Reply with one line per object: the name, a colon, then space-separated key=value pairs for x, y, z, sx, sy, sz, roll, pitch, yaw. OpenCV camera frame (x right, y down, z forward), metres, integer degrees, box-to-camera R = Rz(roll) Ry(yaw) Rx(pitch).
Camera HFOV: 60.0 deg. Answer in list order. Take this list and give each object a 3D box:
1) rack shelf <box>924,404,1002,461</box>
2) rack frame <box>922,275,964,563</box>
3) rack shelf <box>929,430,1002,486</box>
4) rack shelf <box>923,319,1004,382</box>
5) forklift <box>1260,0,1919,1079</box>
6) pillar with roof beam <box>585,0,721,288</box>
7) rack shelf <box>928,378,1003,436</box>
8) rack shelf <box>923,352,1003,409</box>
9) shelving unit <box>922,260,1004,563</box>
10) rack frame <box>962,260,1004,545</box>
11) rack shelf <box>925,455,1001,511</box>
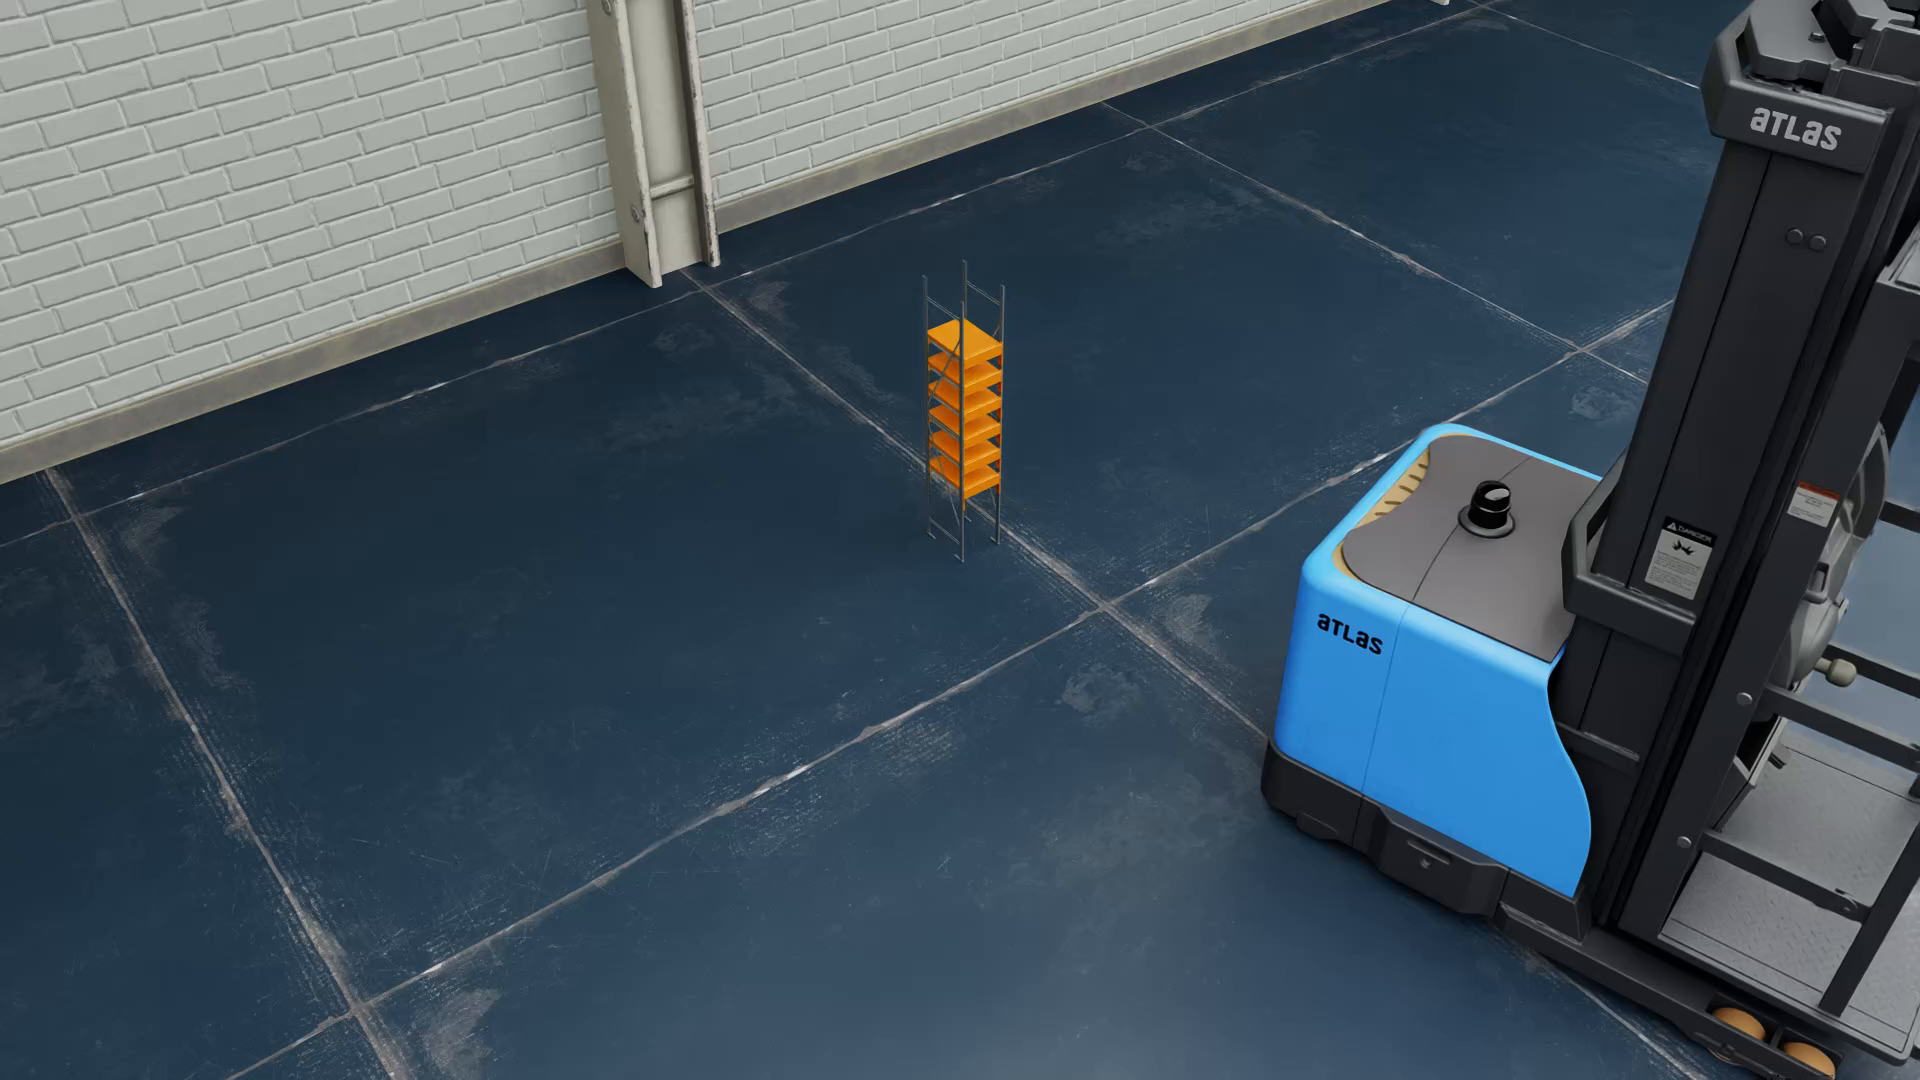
rack shelf: x=0.011 y=-0.435 z=6.404 sx=0.180 sy=0.103 sz=0.258 roll=-26 pitch=46 yaw=-28
rack frame: x=-0.061 y=-0.434 z=6.333 sx=0.006 sy=1.200 sz=0.240 roll=-26 pitch=46 yaw=-28
rack shelf: x=0.011 y=-0.342 z=6.481 sx=0.180 sy=0.103 sz=0.258 roll=-26 pitch=46 yaw=-28
rack shelf: x=0.011 y=-0.713 z=6.176 sx=0.180 sy=0.103 sz=0.258 roll=-26 pitch=46 yaw=-28
forklift: x=2.495 y=0.092 z=4.327 sx=3.031 sy=2.935 sz=1.130 roll=26 pitch=46 yaw=28
pillar with roof beam: x=1.158 y=-2.720 z=2.970 sx=0.400 sy=9.000 sz=9.100 roll=-26 pitch=46 yaw=-28
rack shelf: x=0.011 y=-0.528 z=6.328 sx=0.180 sy=0.103 sz=0.258 roll=-26 pitch=46 yaw=-28
rack shelf: x=0.011 y=-0.621 z=6.252 sx=0.180 sy=0.103 sz=0.258 roll=-26 pitch=46 yaw=-28
shelving unit: x=0.011 y=-0.469 z=6.376 sx=0.189 sy=1.200 sz=0.258 roll=-26 pitch=46 yaw=-28
rack frame: x=0.084 y=-0.505 z=6.419 sx=0.006 sy=1.200 sz=0.240 roll=-26 pitch=46 yaw=-28
rack shelf: x=0.011 y=-0.250 z=6.557 sx=0.180 sy=0.103 sz=0.258 roll=-26 pitch=46 yaw=-28
